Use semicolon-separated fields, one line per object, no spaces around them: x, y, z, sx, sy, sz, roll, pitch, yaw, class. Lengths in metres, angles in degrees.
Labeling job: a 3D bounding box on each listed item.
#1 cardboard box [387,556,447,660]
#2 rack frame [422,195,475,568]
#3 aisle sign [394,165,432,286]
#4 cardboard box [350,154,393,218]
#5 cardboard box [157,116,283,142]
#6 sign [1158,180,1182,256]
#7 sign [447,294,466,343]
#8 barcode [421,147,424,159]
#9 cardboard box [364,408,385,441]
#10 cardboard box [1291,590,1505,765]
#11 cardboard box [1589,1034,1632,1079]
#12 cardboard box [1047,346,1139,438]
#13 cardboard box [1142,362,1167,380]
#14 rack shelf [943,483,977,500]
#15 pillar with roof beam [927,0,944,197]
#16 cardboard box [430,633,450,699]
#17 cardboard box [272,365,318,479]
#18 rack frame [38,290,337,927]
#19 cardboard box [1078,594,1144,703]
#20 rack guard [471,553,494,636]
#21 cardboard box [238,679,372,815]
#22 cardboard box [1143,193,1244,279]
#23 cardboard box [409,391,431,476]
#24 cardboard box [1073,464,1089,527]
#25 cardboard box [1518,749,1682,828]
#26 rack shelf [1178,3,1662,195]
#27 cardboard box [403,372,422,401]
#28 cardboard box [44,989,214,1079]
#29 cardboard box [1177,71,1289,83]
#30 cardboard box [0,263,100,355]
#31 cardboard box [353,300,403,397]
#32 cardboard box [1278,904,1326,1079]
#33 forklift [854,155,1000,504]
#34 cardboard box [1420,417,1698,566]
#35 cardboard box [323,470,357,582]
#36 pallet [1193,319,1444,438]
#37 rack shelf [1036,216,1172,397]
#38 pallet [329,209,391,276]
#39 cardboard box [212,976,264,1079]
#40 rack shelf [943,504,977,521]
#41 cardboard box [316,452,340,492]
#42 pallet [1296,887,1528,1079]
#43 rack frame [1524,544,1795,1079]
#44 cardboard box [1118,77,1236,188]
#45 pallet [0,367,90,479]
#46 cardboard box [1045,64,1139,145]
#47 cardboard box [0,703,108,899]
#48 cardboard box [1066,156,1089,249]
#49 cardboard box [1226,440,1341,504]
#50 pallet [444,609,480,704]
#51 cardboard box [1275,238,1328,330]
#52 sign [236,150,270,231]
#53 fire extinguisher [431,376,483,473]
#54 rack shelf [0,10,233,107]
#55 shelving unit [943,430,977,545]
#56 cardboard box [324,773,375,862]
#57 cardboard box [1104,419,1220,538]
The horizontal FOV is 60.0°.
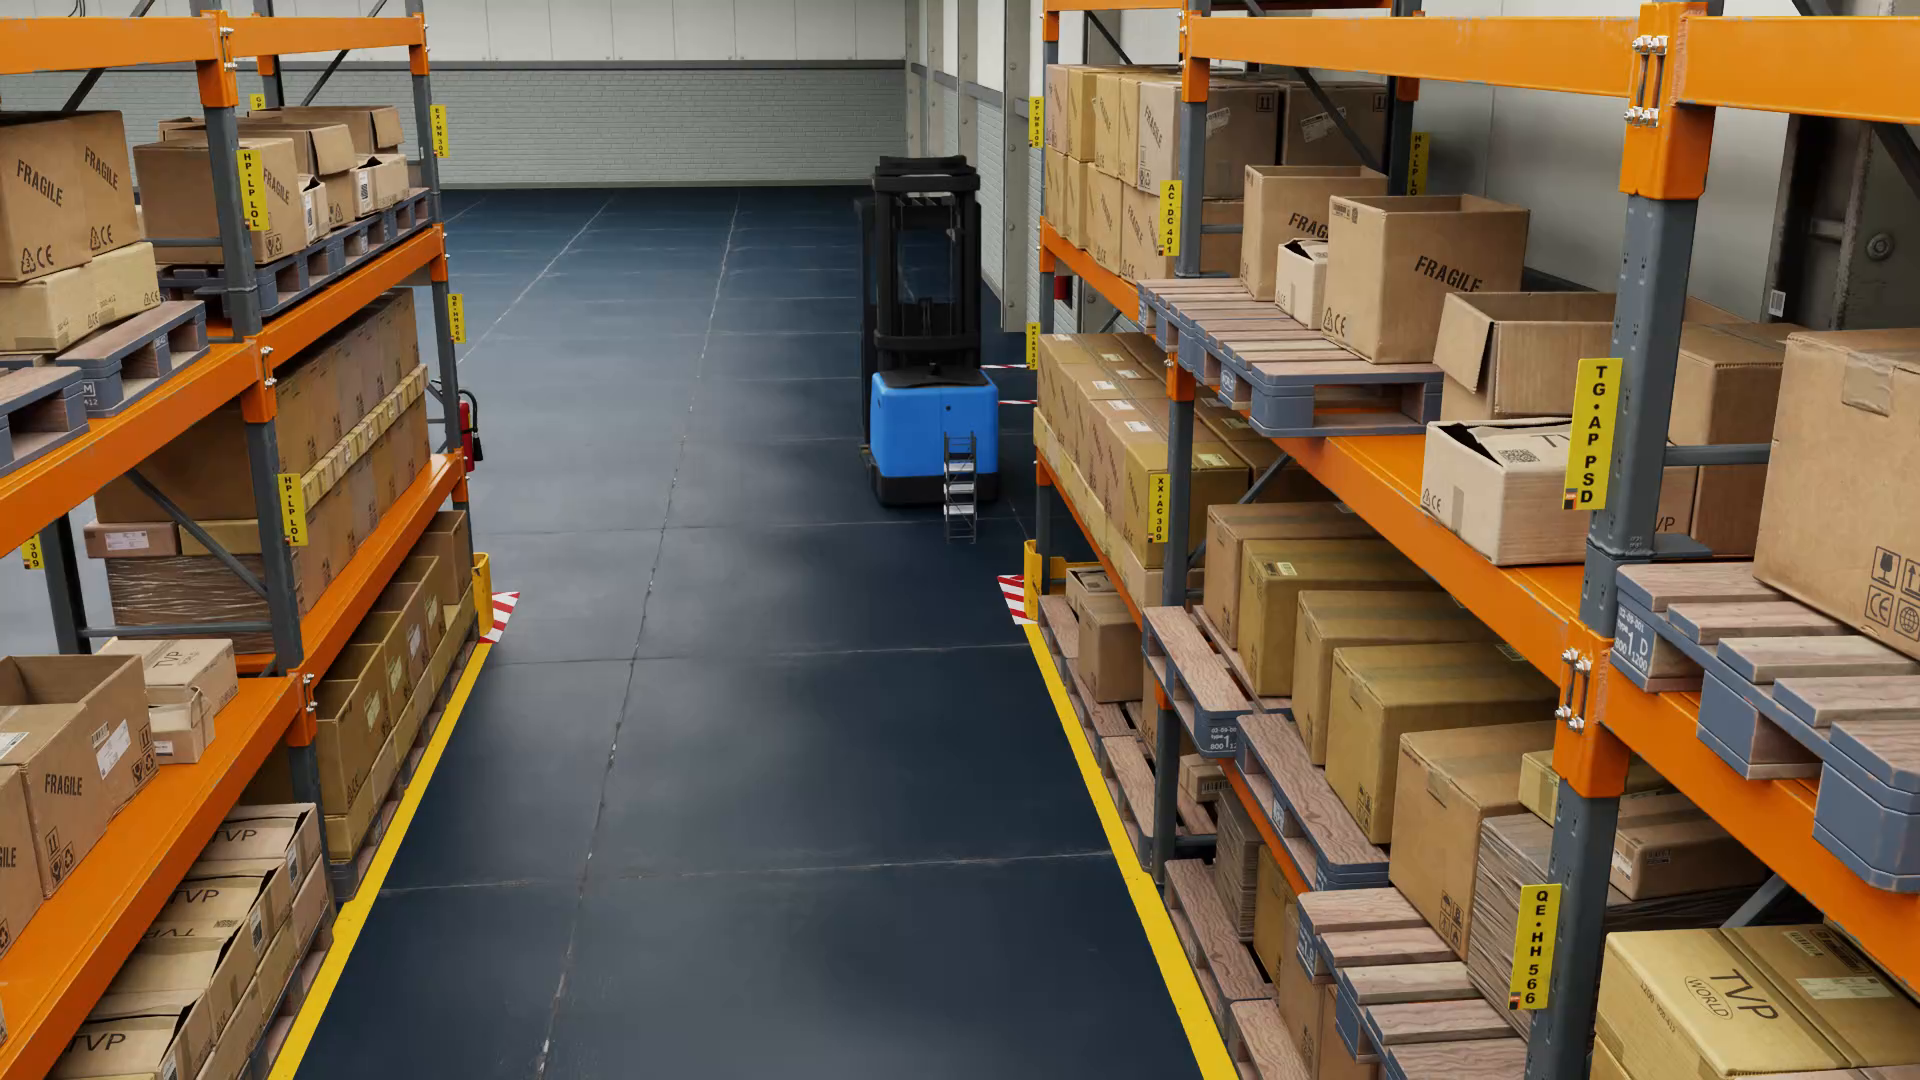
-3.408;0.413;9.991;0.500;0.500;0.500;-2;18;-6;cardboard box
-3.877;-0.789;11.182;1.000;3.000;0.127;-2;18;-6;rack frame
-3.592;-2.058;10.883;0.394;0.787;0.004;-2;18;-6;aisle sign
-3.439;-1.944;9.067;0.500;0.311;0.500;0;17;1;cardboard box
-3.978;-2.031;9.030;0.500;0.500;0.500;-2;18;-6;cardboard box
0.923;-1.410;7.289;0.100;0.325;0.005;-2;18;-6;sign
-3.336;-1.467;11.013;0.100;0.325;0.005;-2;18;-6;sign
-3.366;-2.422;10.406;0.001;0.075;0.075;-2;18;-6;barcode
-3.513;-0.652;9.497;0.380;0.149;0.250;-1;17;-4;cardboard box
1.630;0.506;6.157;0.700;0.500;0.500;1;17;2;cardboard box
1.670;1.394;3.532;0.500;0.500;0.500;-1;17;-4;cardboard box
0.841;-0.940;10.627;0.500;0.500;0.500;-2;18;-5;cardboard box
1.409;-0.801;10.184;0.500;0.500;0.500;-2;18;-7;cardboard box
0.001;-0.395;13.545;0.258;0.077;0.200;-2;18;-6;rack shelf
-4.775;-10.641;32.547;9.100;9.000;0.400;-2;18;-6;pillar with roof beam
-3.411;0.771;10.103;0.500;0.250;0.500;-2;18;-6;cardboard box
-3.570;-0.546;8.076;0.700;0.500;0.500;-2;18;-6;cardboard box
-3.465;0.403;7.386;1.000;3.000;0.127;-2;18;-6;rack frame
1.116;0.639;10.073;0.700;0.500;0.500;-3;18;-9;cardboard box
-3.880;0.397;11.579;1.175;0.500;0.348;-2;18;-6;rack guard
-3.201;1.009;8.093;0.500;0.500;0.500;-2;18;-6;cardboard box
1.164;-1.383;7.867;0.500;0.500;0.500;-1;17;-4;cardboard box
-3.842;-0.697;10.722;0.700;0.500;0.500;-2;18;-6;cardboard box
0.948;-0.269;9.742;0.500;0.250;0.500;-2;18;-5;cardboard box
1.761;0.676;4.531;0.380;0.149;0.250;-5;18;-15;cardboard box
1.668;-1.483;5.248;1.077;0.370;4.000;-2;18;-6;rack shelf
-3.620;-0.960;10.477;0.380;0.149;0.250;-1;17;-4;cardboard box
-2.981;1.812;5.850;0.500;0.311;0.500;-2;18;-6;cardboard box
1.494;-2.328;9.207;0.500;0.500;0.500;-2;18;-6;cardboard box
-3.351;-0.809;5.789;0.500;0.250;0.500;-3;18;-11;cardboard box
-3.777;-1.144;9.979;0.700;0.500;0.500;-2;18;-7;cardboard box
1.670;1.756;6.515;0.700;0.500;0.500;-2;17;-5;cardboard box
-0.389;-2.107;15.495;1.130;2.935;3.031;-3;18;-8;forklift
1.532;-0.164;4.298;0.500;0.311;0.500;-2;18;-6;cardboard box
-3.626;-0.083;8.767;0.700;0.500;0.500;-2;17;-5;cardboard box
1.530;-0.597;5.875;1.213;0.211;1.003;-2;18;-6;pallet
1.256;-1.435;9.433;1.077;0.370;4.000;-2;18;-6;rack shelf
-3.701;-1.602;8.912;1.003;0.211;1.213;-2;18;-6;pallet
-3.030;1.932;6.404;0.500;0.250;0.500;-1;17;-4;cardboard box
0.001;-0.223;13.598;0.258;0.077;0.200;-2;18;-6;rack shelf
-3.406;-0.345;8.517;0.380;0.149;0.250;-2;18;-7;cardboard box
1.695;1.323;4.775;1.213;0.211;1.003;-2;18;-6;pallet
1.875;1.441;4.081;1.000;3.000;0.127;-2;18;-6;rack frame
1.073;-2.021;8.230;0.500;0.500;0.500;-1;17;-3;cardboard box
-3.329;-0.279;4.865;1.003;0.211;1.213;-1;17;-3;pallet
0.848;-2.786;10.666;0.500;0.500;0.500;-3;18;-10;cardboard box
-3.296;0.891;5.665;0.500;0.500;0.500;-2;18;-6;cardboard box
0.913;-2.008;9.858;0.500;0.500;0.500;-1;17;-3;cardboard box
1.621;-0.193;8.250;0.500;0.500;0.500;-2;18;-7;cardboard box
-3.757;0.768;10.878;1.003;0.211;1.213;-2;18;-6;pallet
1.502;-0.991;6.267;0.500;0.311;0.500;-1;17;-4;cardboard box
-2.926;-1.445;6.874;0.100;0.325;0.005;-2;18;-6;sign
-3.428;-0.801;11.351;0.296;0.674;0.183;-2;18;-6;fire extinguisher
-3.259;-1.329;4.757;1.077;0.370;4.000;-2;18;-6;rack shelf
0.001;-0.427;13.535;0.258;0.900;0.210;-2;18;-6;shelving unit
-3.211;1.367;8.204;0.500;0.250;0.500;-2;18;-6;cardboard box
1.049;-0.327;8.675;0.500;0.500;0.500;-2;18;-6;cardboard box
